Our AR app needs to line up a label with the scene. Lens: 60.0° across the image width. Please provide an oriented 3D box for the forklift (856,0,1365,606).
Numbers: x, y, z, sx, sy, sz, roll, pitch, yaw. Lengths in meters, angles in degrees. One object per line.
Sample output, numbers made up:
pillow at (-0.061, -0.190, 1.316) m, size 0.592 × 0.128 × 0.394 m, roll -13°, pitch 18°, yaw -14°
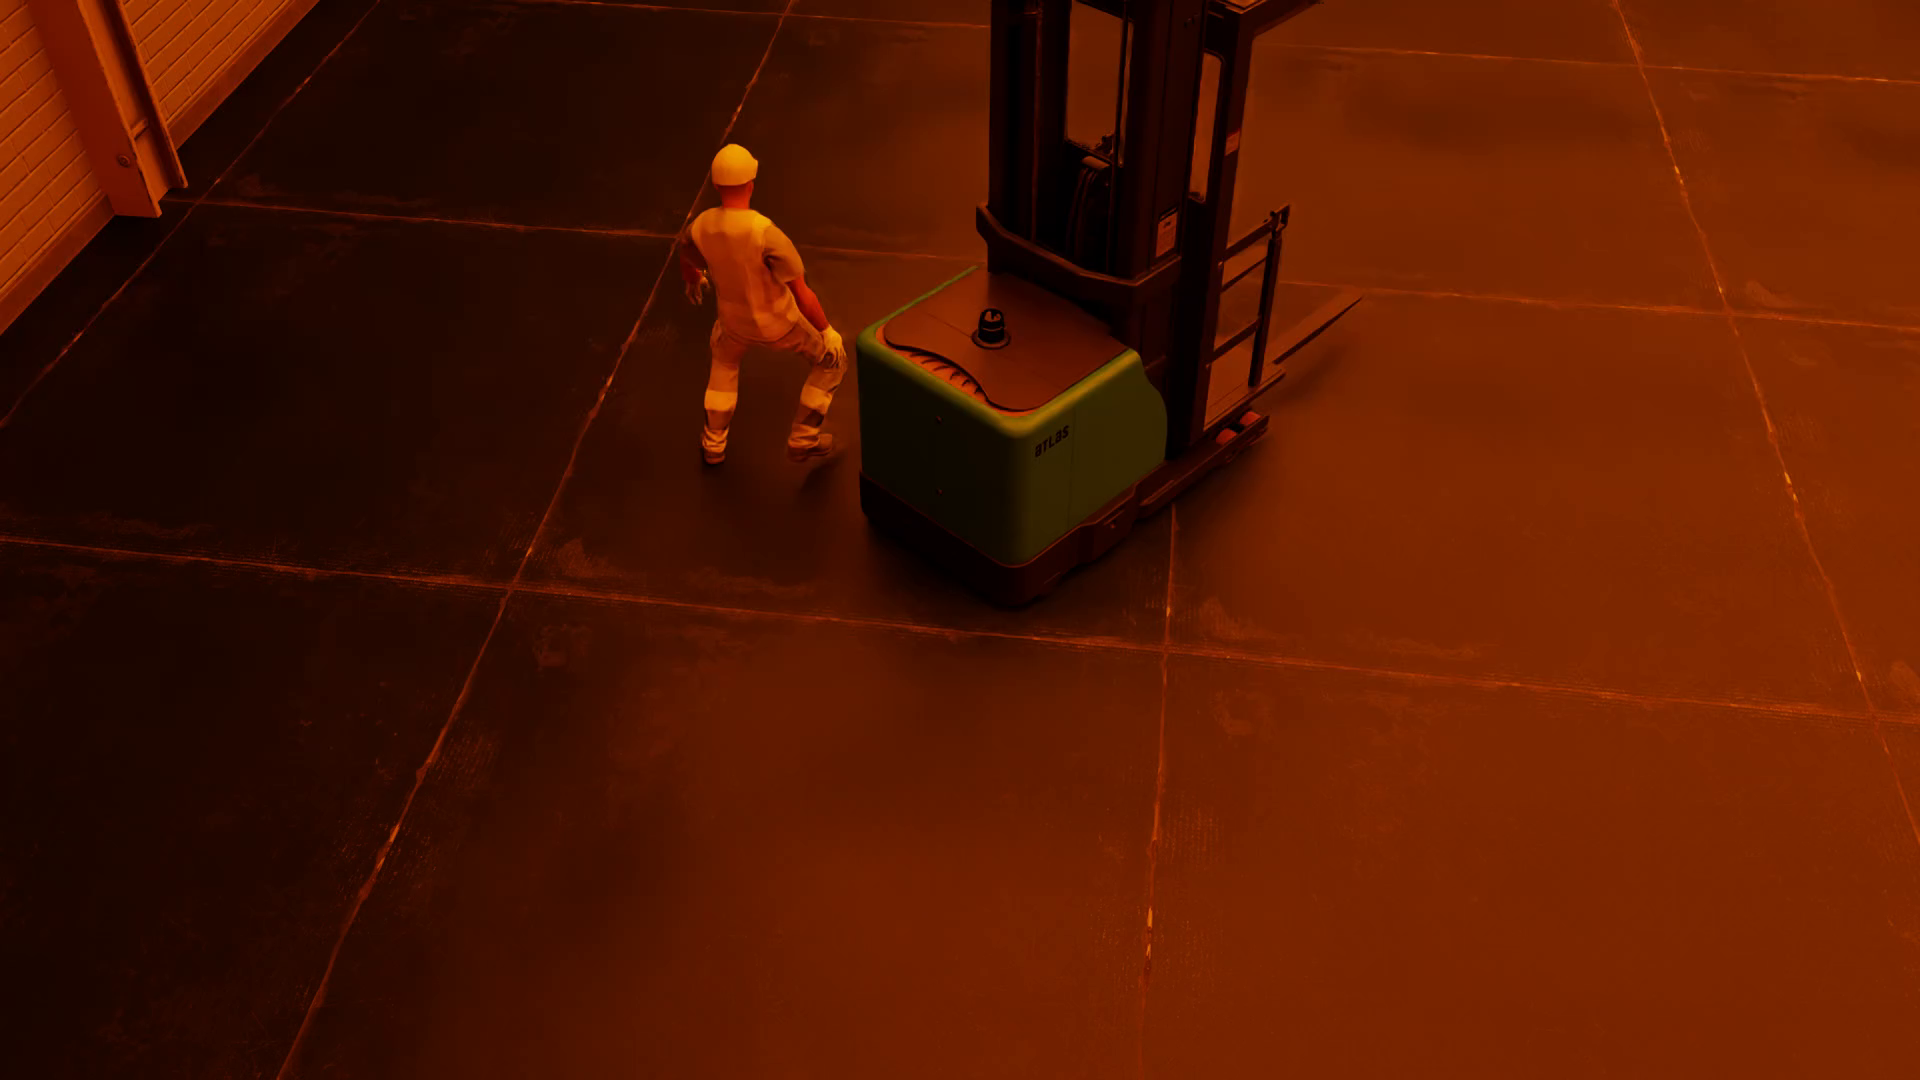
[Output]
forklift at (0.910, -1.685, 7.558) m, size 1.130 × 2.935 × 3.031 m, roll 33°, pitch 52°, yaw 31°

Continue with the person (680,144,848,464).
person at (-0.937, -1.080, 7.842) m, size 0.949 × 1.685 × 0.556 m, roll 21°, pitch 46°, yaw 21°
